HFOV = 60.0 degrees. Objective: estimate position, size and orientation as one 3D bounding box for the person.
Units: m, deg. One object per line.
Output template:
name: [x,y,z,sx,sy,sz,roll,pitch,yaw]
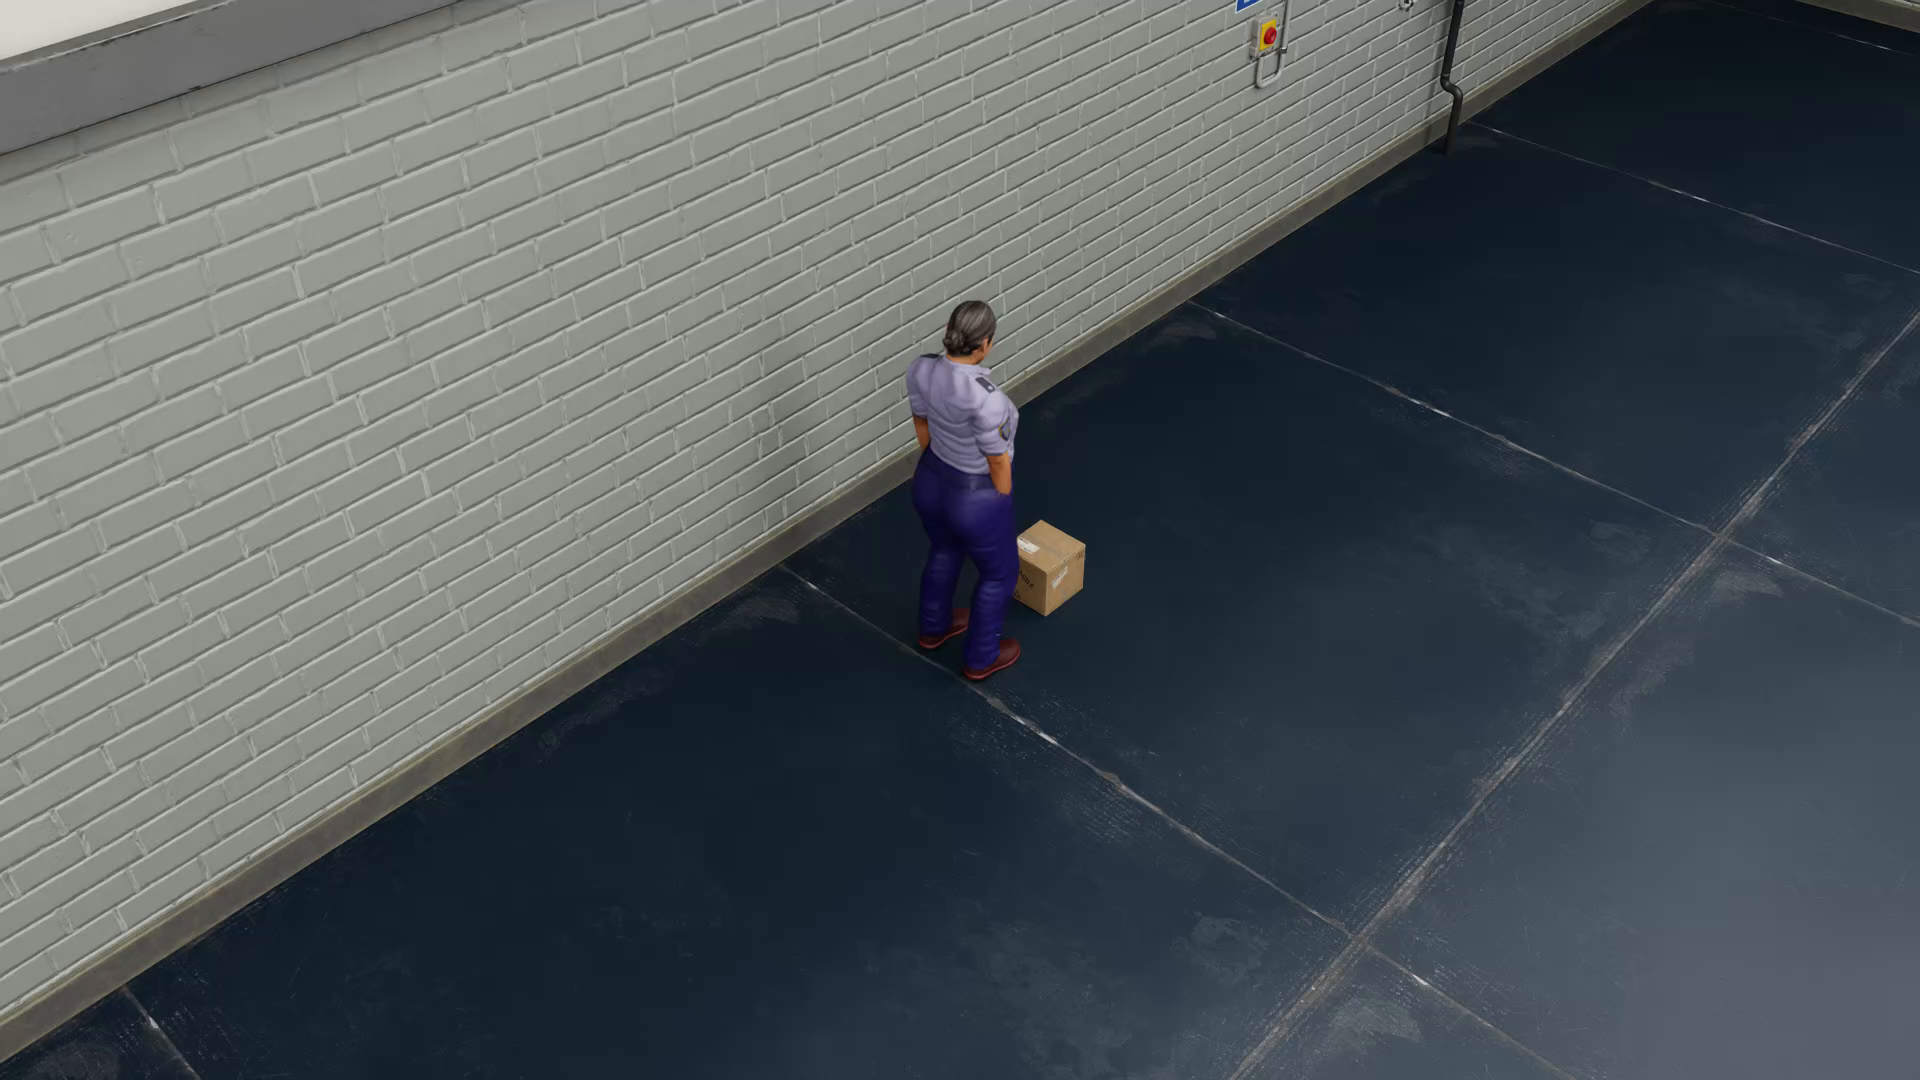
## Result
person: [0.002,-0.183,6.408,0.480,1.636,0.336,31,49,32]
